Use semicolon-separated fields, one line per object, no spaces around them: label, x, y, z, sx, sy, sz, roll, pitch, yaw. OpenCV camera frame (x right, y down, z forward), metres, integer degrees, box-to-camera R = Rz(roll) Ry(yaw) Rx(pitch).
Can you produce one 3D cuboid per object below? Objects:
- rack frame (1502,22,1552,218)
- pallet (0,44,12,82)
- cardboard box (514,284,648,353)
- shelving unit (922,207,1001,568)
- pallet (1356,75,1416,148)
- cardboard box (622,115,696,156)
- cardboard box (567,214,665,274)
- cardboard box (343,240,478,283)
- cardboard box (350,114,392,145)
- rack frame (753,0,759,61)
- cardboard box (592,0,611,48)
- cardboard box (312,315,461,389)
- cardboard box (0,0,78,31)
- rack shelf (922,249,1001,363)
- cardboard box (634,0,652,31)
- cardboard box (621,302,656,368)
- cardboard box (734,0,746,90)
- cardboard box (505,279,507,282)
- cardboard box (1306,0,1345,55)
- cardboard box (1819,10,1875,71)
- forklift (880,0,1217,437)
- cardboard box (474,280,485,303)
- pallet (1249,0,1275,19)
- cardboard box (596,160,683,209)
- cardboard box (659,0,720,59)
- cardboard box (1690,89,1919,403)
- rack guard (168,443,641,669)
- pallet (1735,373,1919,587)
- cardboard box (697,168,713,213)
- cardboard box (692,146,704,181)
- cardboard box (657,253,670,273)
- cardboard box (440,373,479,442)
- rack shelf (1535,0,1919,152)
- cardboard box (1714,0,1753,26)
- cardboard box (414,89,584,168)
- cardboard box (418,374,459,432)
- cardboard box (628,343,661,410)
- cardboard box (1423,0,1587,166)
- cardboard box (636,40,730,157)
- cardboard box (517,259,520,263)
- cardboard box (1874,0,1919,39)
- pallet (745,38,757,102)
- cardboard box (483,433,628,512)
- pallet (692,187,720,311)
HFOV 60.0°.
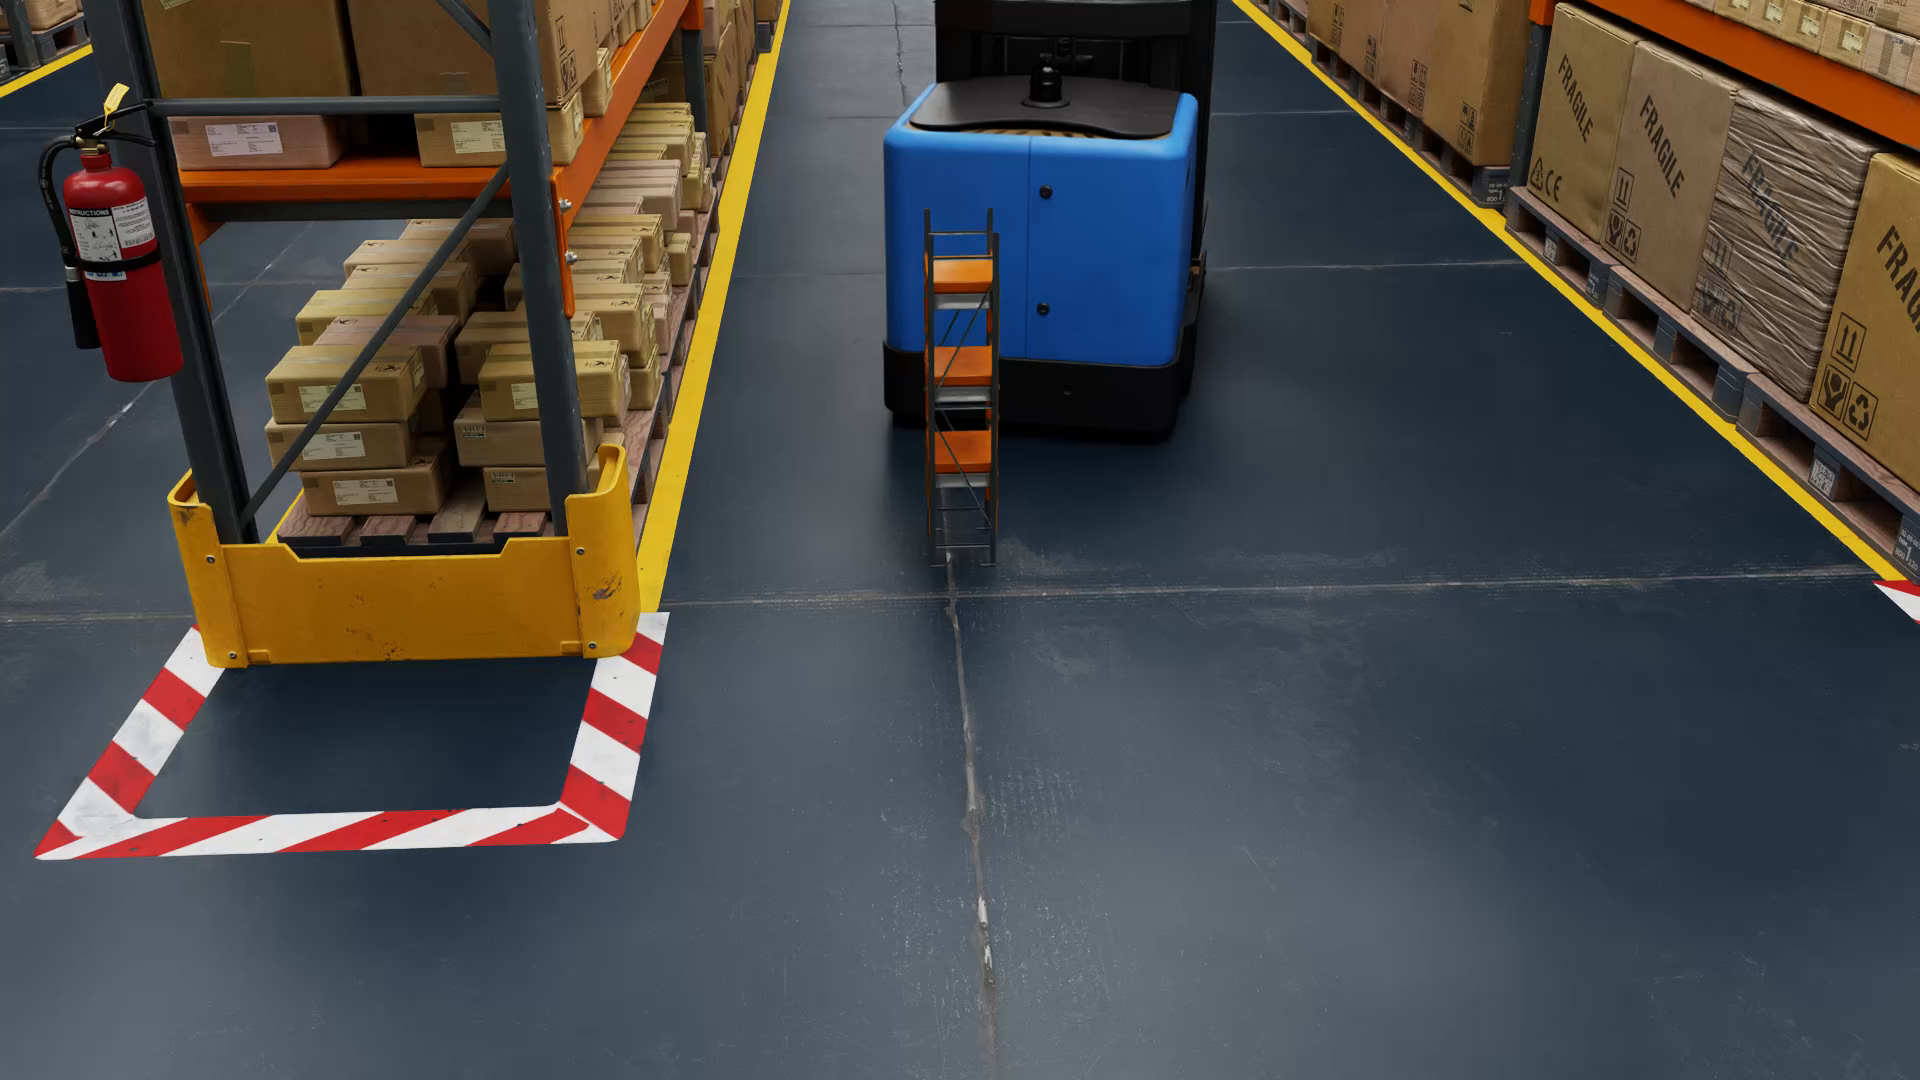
rack frame;3.240;-2.954;7.671;1.000;3.000;0.127;-1;28;-3
pallet;-6.899;-2.960;10.697;1.003;0.211;1.213;-1;28;-3
cardboard box;-1.217;-0.714;5.361;0.380;0.149;0.250;-1;28;-3
shelving unit;0.003;-0.441;4.960;0.215;1.050;0.252;-1;28;-3
pallet;3.058;-2.637;10.078;1.003;0.211;1.213;-1;28;-3
cardboard box;-1.387;-1.792;7.428;0.380;0.149;0.250;-1;28;-2
cardboard box;-1.286;-1.077;6.058;0.380;0.149;0.250;-1;28;-2
cardboard box;-1.906;-0.936;5.787;0.380;0.149;0.250;0;28;-1
cardboard box;-1.784;-1.182;4.545;0.380;0.149;0.250;-1;28;-3
rack frame;-1.927;-4.729;11.072;1.000;3.000;0.127;-1;28;-3
cardboard box;-1.310;-1.671;4.780;0.500;0.500;0.500;-1;28;-3
cardboard box;-1.746;-0.576;5.096;0.380;0.149;0.250;-1;28;-2
cardboard box;-6.885;-3.845;11.765;0.950;0.372;0.625;-3;28;-6
rack shelf;0.003;-0.683;4.834;0.215;0.259;0.240;-1;28;-3
cardboard box;-1.316;-1.923;5.966;0.380;0.149;0.250;-1;28;-2
cardboard box;-1.245;-0.696;5.648;0.380;0.149;0.250;-1;28;-1
cardboard box;-1.565;-3.025;10.055;0.500;0.500;0.500;-3;28;-5
cardboard box;-1.822;-0.910;6.380;0.380;0.149;0.250;-1;28;-1
cardboard box;3.046;-3.727;10.995;1.225;0.875;0.875;-3;28;-5
cardboard box;3.047;-1.624;5.391;0.380;0.149;0.250;-2;28;-4
forklift;0.482;-2.316;6.522;1.130;2.935;3.031;5;28;9
cardboard box;-1.891;-0.804;5.854;0.380;0.149;0.250;-1;28;-2
pallet;2.931;-4.488;13.627;1.003;0.211;1.213;-1;28;-3
cardboard box;-1.325;-1.433;6.739;0.380;0.149;0.250;-3;28;-5
cardboard box;-1.493;-2.639;8.505;0.500;0.250;0.500;-3;28;-5
cardboard box;3.288;-1.065;5.892;0.875;0.875;0.875;-1;28;-3
rack guard;-1.514;0.039;4.634;1.175;0.500;0.348;-1;28;-3
pallet;3.329;-0.238;5.478;1.003;0.211;1.213;-1;28;-3
cardboard box;-1.358;-1.631;7.761;0.380;0.149;0.250;-1;28;-2
cardboard box;-1.358;-1.673;7.521;0.380;0.149;0.250;-3;28;-5
cardboard box;-1.357;-1.031;6.611;0.380;0.149;0.250;-1;28;-2
cardboard box;-1.788;-0.435;5.468;0.380;0.149;0.250;-2;28;-3
rack shelf;3.344;-1.712;6.066;1.077;0.370;4.000;-1;28;-3
cardboard box;3.006;-1.979;6.071;0.380;0.149;0.250;-2;28;-4
cardboard box;-1.199;-1.080;4.349;0.380;0.149;0.250;-2;28;-3
cardboard box;-1.782;-0.447;5.170;0.380;0.149;0.250;-2;28;-4
cardboard box;-1.236;-0.560;5.709;0.380;0.149;0.250;-1;28;-2
cardboard box;3.187;-2.494;8.631;1.225;0.875;0.875;-1;28;-2
cardboard box;-1.492;-2.307;8.678;0.500;0.500;0.500;0;28;-1
cardboard box;-1.916;-1.163;6.544;0.380;0.149;0.250;-2;28;-3
cardboard box;3.133;-1.624;4.961;0.500;0.250;0.500;-2;28;-4
pallet;-1.888;-3.131;11.025;1.003;0.211;1.213;-1;28;-3
cardboard box;-1.217;-0.206;5.030;0.380;0.149;0.250;-1;28;-2
pallet;-1.648;-1.336;7.582;1.003;0.211;1.213;-1;28;-3
